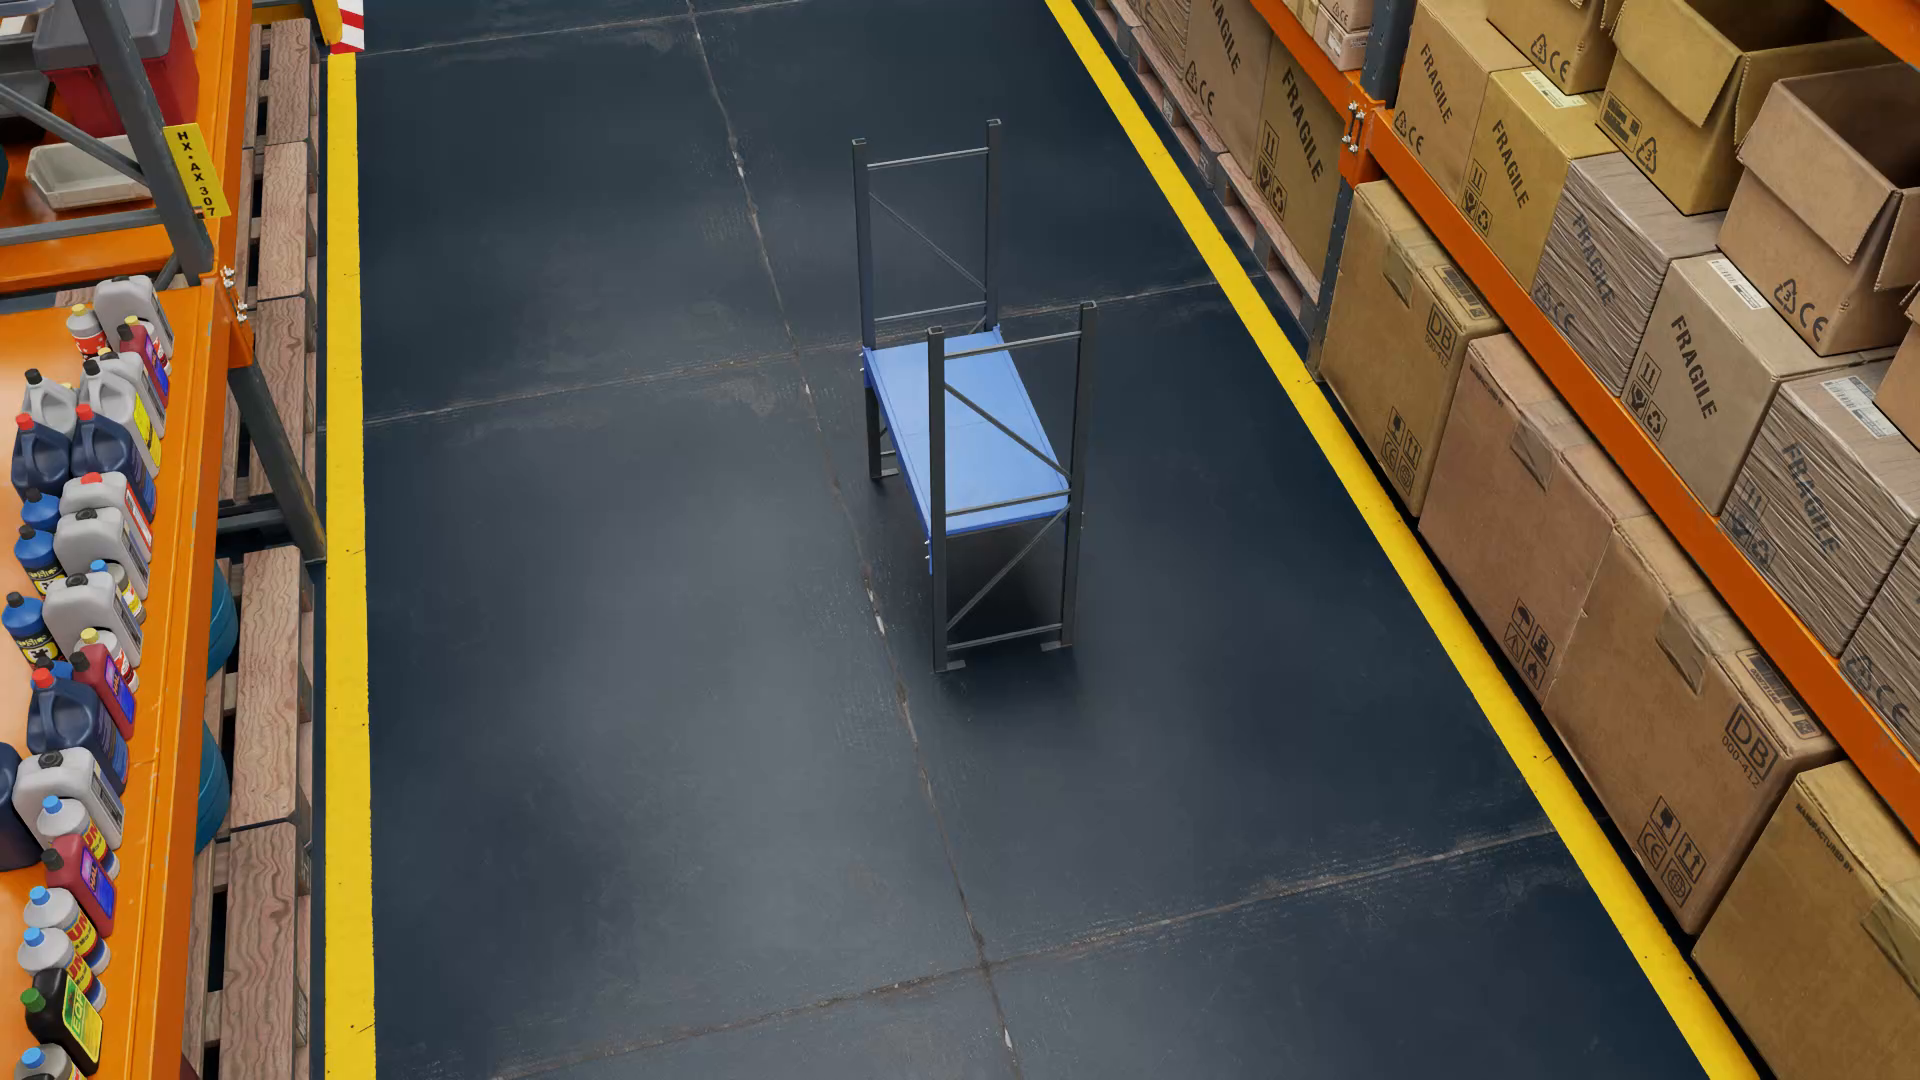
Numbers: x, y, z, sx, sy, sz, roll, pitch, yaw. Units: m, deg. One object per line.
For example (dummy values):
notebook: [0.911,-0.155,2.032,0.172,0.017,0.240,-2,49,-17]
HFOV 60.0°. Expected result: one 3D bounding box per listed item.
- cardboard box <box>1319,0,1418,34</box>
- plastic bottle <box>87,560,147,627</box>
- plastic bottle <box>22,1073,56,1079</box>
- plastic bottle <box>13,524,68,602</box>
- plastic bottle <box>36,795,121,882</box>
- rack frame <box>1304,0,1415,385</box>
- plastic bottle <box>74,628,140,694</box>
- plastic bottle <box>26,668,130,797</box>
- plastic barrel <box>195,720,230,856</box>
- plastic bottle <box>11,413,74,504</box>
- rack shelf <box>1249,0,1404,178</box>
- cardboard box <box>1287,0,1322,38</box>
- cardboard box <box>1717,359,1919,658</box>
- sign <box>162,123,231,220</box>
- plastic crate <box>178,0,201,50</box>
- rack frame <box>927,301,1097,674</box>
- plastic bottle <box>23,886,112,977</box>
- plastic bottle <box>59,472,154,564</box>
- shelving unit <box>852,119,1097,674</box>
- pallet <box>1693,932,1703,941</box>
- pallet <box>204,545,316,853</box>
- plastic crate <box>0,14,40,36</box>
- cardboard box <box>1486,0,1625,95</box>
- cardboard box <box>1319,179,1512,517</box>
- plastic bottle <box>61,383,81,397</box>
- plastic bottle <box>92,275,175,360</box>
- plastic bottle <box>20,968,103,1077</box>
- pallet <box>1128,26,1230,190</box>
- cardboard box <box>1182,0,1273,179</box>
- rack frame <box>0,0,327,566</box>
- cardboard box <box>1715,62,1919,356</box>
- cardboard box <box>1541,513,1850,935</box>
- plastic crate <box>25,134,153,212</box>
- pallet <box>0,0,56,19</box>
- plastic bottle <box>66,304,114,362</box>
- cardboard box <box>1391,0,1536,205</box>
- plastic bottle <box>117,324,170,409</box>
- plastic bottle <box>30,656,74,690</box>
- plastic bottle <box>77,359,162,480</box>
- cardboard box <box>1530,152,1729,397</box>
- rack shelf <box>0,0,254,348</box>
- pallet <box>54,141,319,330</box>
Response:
cardboard box: [1.574,-2.134,6.138,0.500,0.250,0.500,-12,47,-11]
plastic bottle: [-2.121,0.131,4.161,0.097,0.201,0.097,0,46,0]
plastic bottle: [-1.730,1.104,3.149,0.061,0.283,0.133,-11,47,-10]
plastic bottle: [-2.293,0.067,4.174,0.097,0.271,0.097,0,46,0]
plastic bottle: [-1.920,0.646,3.606,0.097,0.271,0.097,0,46,0]
rack frame: [1.941,-1.826,5.939,1.000,3.000,0.127,-11,47,-10]
plastic bottle: [-2.061,0.291,4.004,0.097,0.201,0.097,0,46,0]
plastic bottle: [-2.014,0.432,3.760,0.144,0.351,0.185,-11,47,-10]
plastic barrel: [-2.543,0.535,4.801,0.600,0.901,0.708,-11,47,-10]
plastic bottle: [-2.388,-0.174,4.355,0.144,0.351,0.185,-11,47,-10]
rack shelf: [1.429,-2.955,7.549,1.077,0.370,4.000,-11,47,-10]
cardboard box: [1.480,-2.066,6.351,0.380,0.149,0.250,-10,46,-10]
cardboard box: [2.341,-0.098,4.175,0.500,0.500,0.500,-12,47,-12]
sign: [-2.315,-1.116,5.050,0.100,0.325,0.005,-11,47,-10]
plastic crate: [-3.060,-1.988,6.139,0.437,0.282,0.530,-11,47,-10]
rack frame: [0.152,-0.115,5.313,0.500,1.500,0.032,-11,47,-10]
plastic bottle: [-1.861,0.806,3.450,0.097,0.271,0.097,0,46,0]
plastic bottle: [-2.211,-0.063,4.299,0.152,0.276,0.135,-11,47,-10]
shelving unit: [0.022,-0.466,5.657,0.538,1.500,1.048,-11,47,-10]
pallet: [2.836,1.354,4.775,1.003,0.211,1.213,-11,47,-10]
pallet: [-2.690,0.596,5.518,1.003,0.211,1.213,-11,47,-10]
plastic crate: [-3.584,-1.996,6.249,0.293,0.136,0.466,-11,47,-10]
cardboard box: [2.112,-1.772,5.114,0.797,0.503,0.637,-12,47,-11]
cardboard box: [2.124,-0.791,6.118,1.225,0.875,0.875,-11,47,-10]
plastic bottle: [-2.456,-0.350,4.632,0.097,0.201,0.097,0,46,0]
plastic bottle: [-2.434,-0.664,4.887,0.152,0.276,0.135,-11,47,-10]
plastic bottle: [-1.789,0.945,3.305,0.061,0.283,0.133,-11,47,-10]
pallet: [1.506,-2.233,8.290,1.003,0.211,1.213,-11,47,-10]
cardboard box: [1.619,-2.321,7.618,0.875,0.875,0.875,-11,47,-10]
rack frame: [-2.847,-0.920,5.051,1.000,3.000,0.127,-11,47,-10]
cardboard box: [2.451,-0.870,4.230,0.797,0.503,0.637,-9,46,-9]
cardboard box: [2.587,0.436,4.917,1.225,0.875,0.875,-11,47,-10]
plastic crate: [-2.828,-1.196,5.465,0.396,0.136,0.243,-11,47,-10]
pallet: [-2.552,-1.381,3.535,1.213,0.211,1.003,-11,47,-10]
plastic bottle: [-2.550,-0.602,4.879,0.097,0.201,0.097,0,46,0]
cardboard box: [1.817,-1.497,5.547,0.500,0.500,0.500,-11,47,-10]
plastic bottle: [-2.330,-0.515,4.736,0.061,0.283,0.133,-11,47,-10]
plastic bottle: [-2.086,0.370,3.878,0.097,0.271,0.097,0,46,0]
plastic bottle: [-2.296,-0.328,4.506,0.144,0.351,0.185,-11,47,-10]
cardboard box: [2.074,-0.805,4.869,0.500,0.500,0.500,-12,47,-11]
rack shelf: [-3.359,-2.049,6.662,1.077,0.370,4.000,-11,47,-10]
pallet: [-3.389,-1.289,7.365,1.003,0.211,1.213,-11,47,-10]
